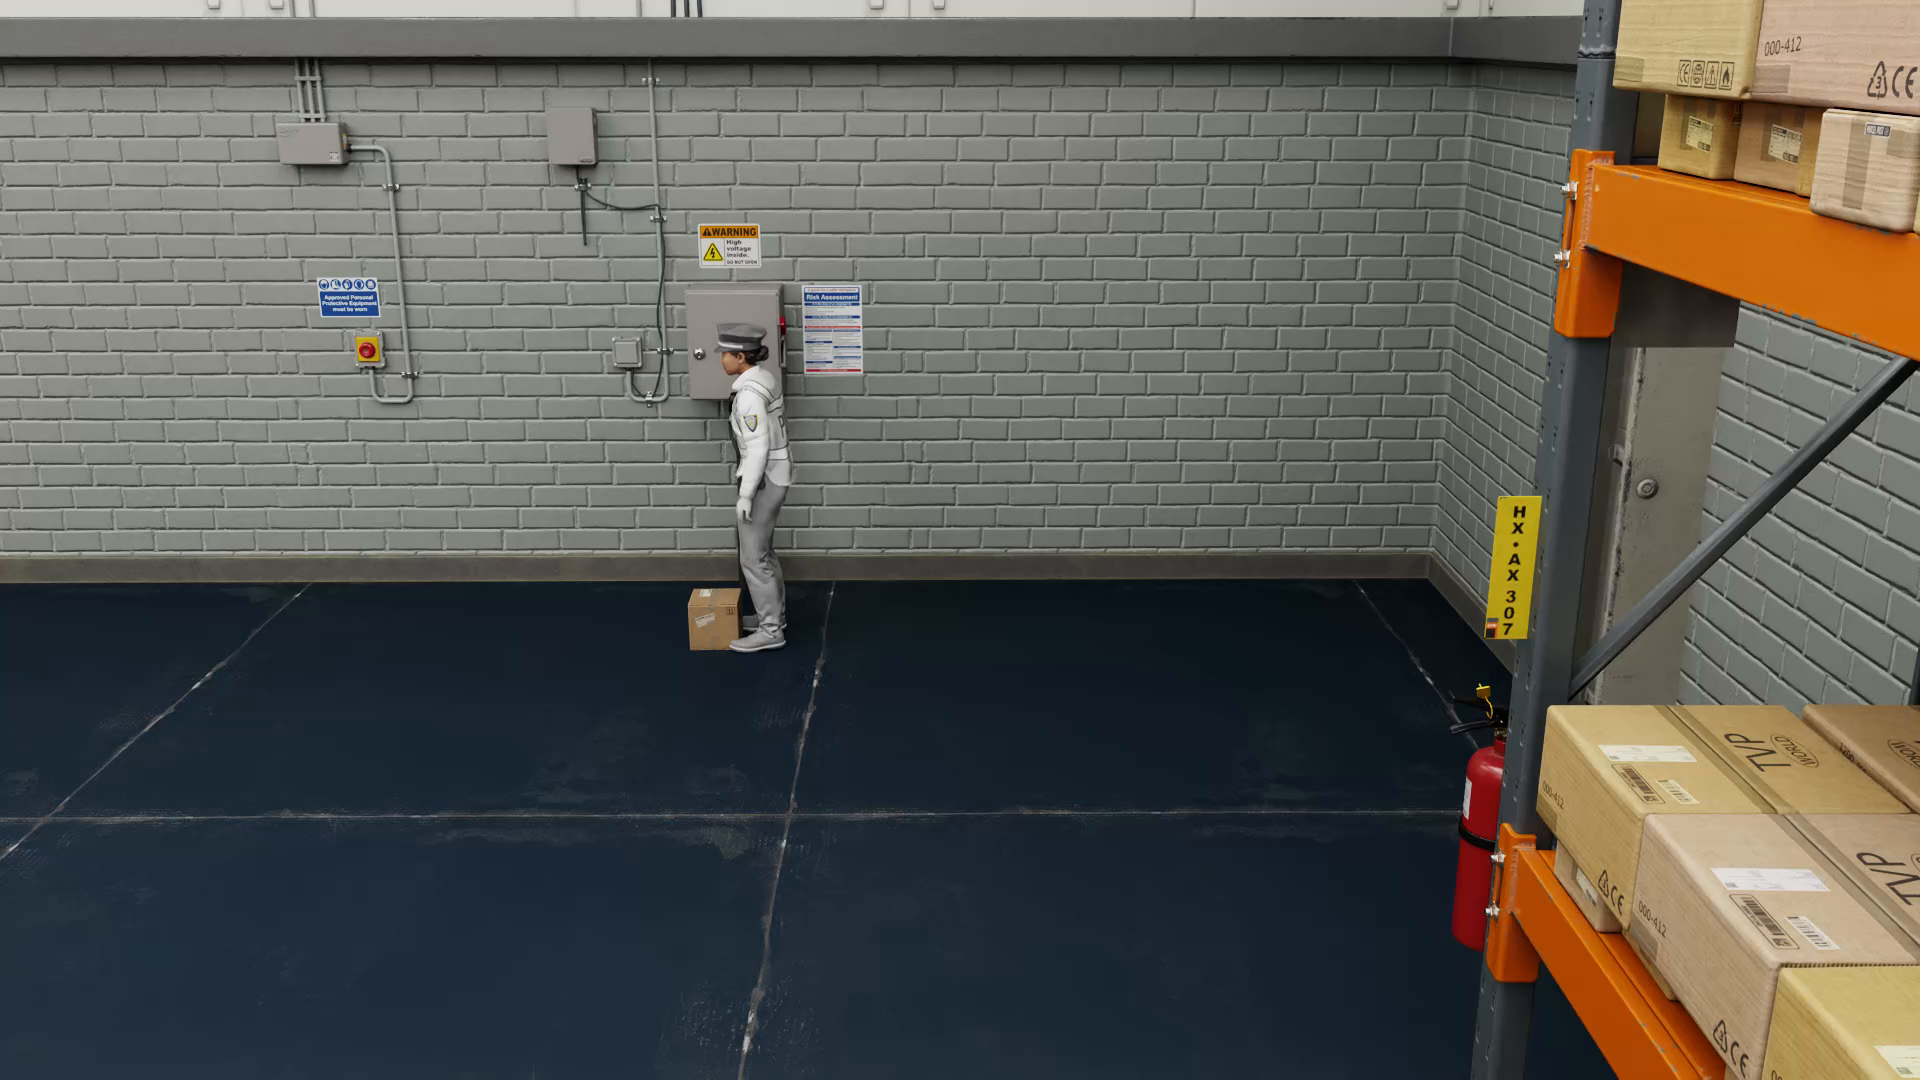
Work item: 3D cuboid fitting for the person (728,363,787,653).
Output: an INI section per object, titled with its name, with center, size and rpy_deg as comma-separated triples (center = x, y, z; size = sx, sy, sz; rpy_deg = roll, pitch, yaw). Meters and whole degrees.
[person]
center = -1.019, -0.174, 8.437
size = 0.358, 1.464, 0.528
rpy_deg = 0, 17, -1
